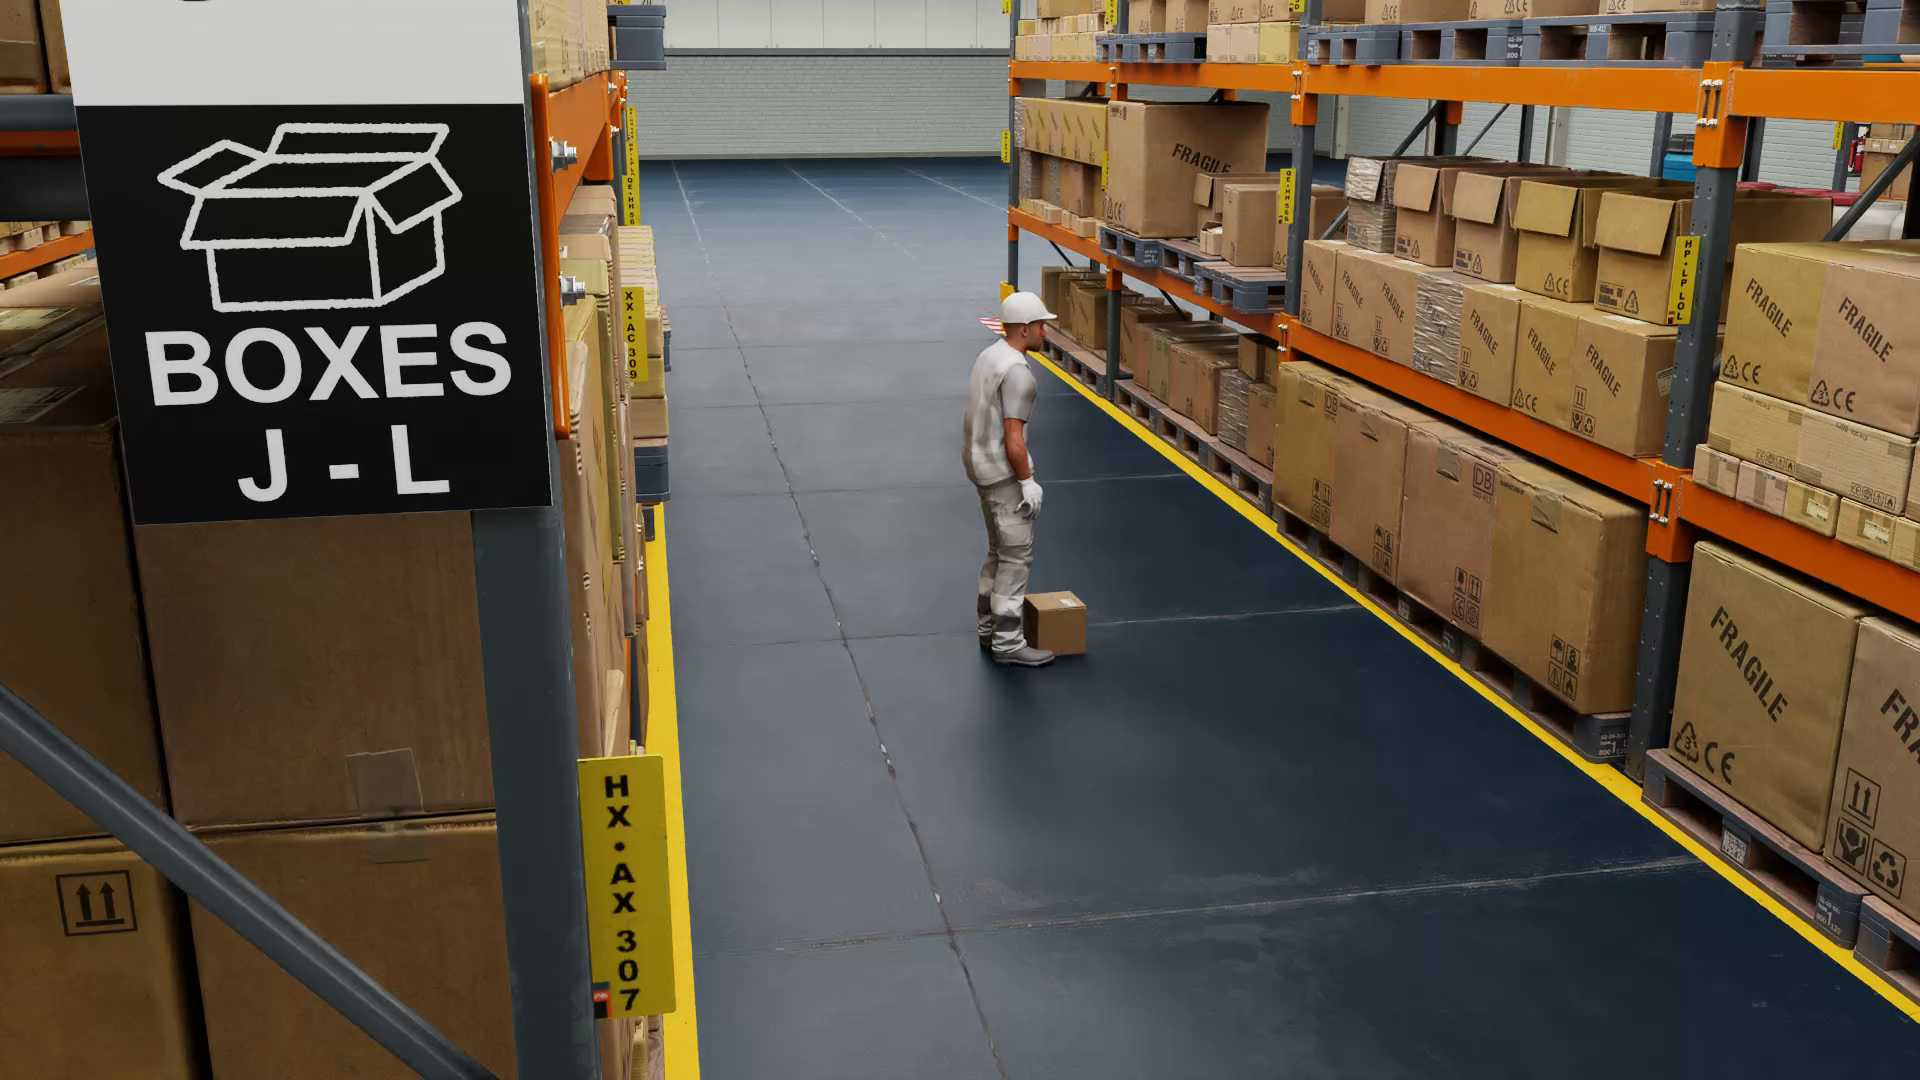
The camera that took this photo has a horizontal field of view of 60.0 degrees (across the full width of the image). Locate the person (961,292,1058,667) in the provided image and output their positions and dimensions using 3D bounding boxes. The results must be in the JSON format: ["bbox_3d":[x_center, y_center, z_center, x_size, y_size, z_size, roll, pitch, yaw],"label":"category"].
[{"bbox_3d":[0.248,-0.305,8.056,0.452,1.779,0.622,-4,17,-12],"label":"person"}]
